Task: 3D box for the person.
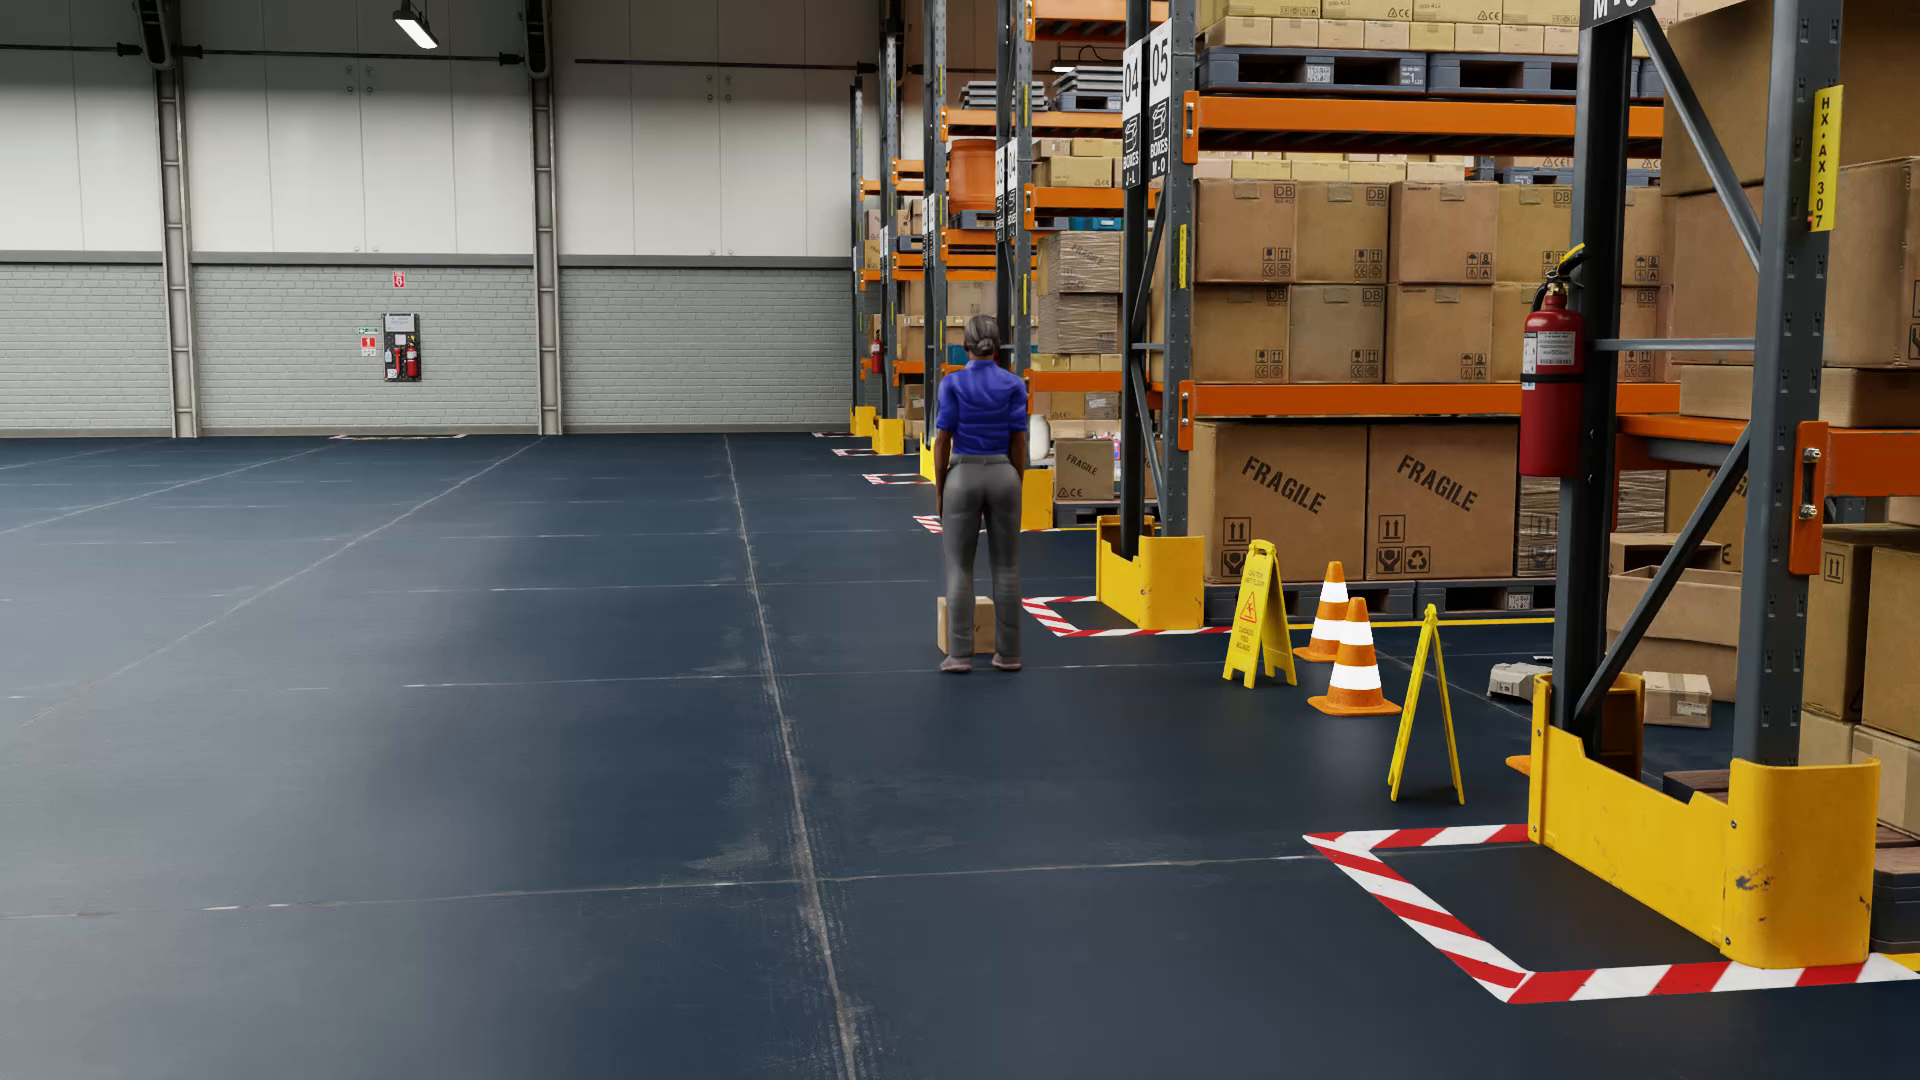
[{"bbox_3d":[0.092,-0.206,7.746,0.438,1.680,0.316,-1,7,-7],"label":"person"}]
